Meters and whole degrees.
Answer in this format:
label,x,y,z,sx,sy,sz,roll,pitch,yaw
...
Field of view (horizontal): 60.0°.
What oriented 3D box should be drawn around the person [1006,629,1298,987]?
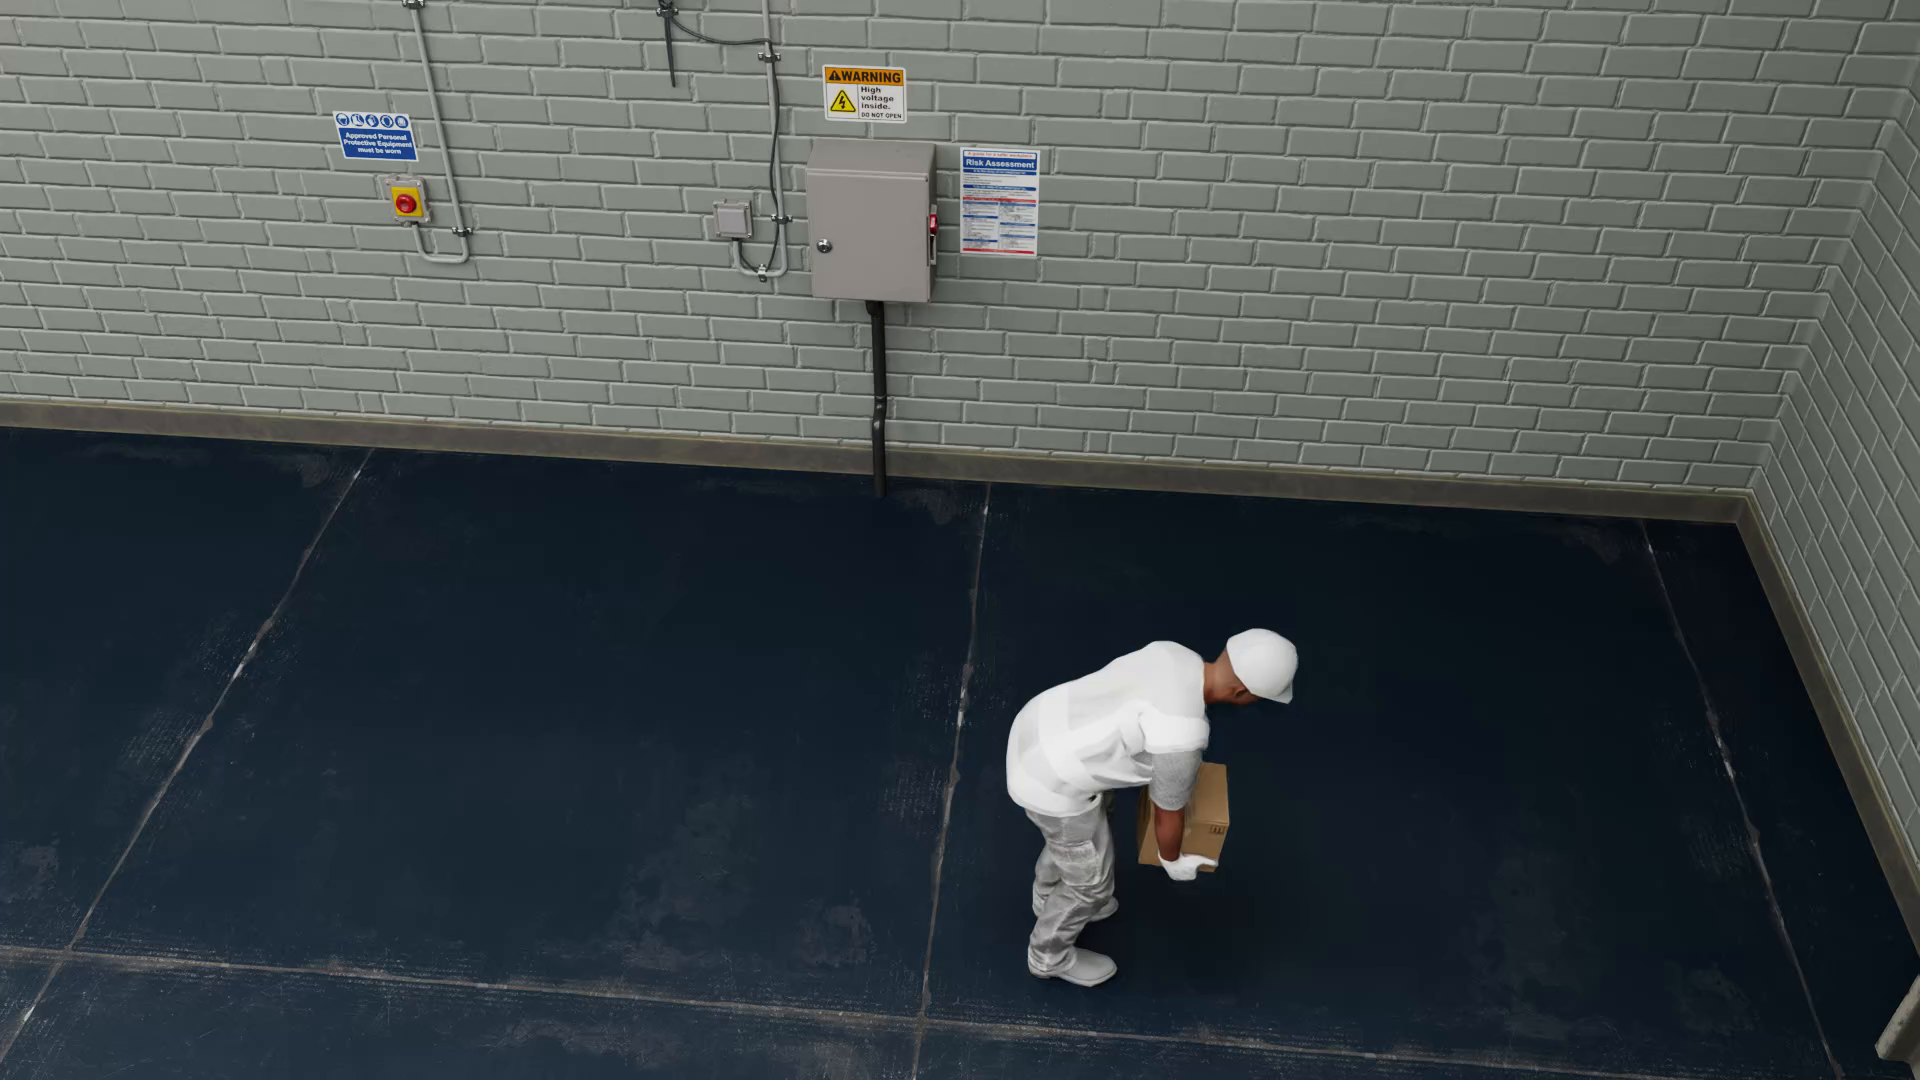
label,x,y,z,sx,sy,sz,roll,pitch,yaw
person,0.577,0.840,5.369,0.862,1.474,0.480,2,40,3
